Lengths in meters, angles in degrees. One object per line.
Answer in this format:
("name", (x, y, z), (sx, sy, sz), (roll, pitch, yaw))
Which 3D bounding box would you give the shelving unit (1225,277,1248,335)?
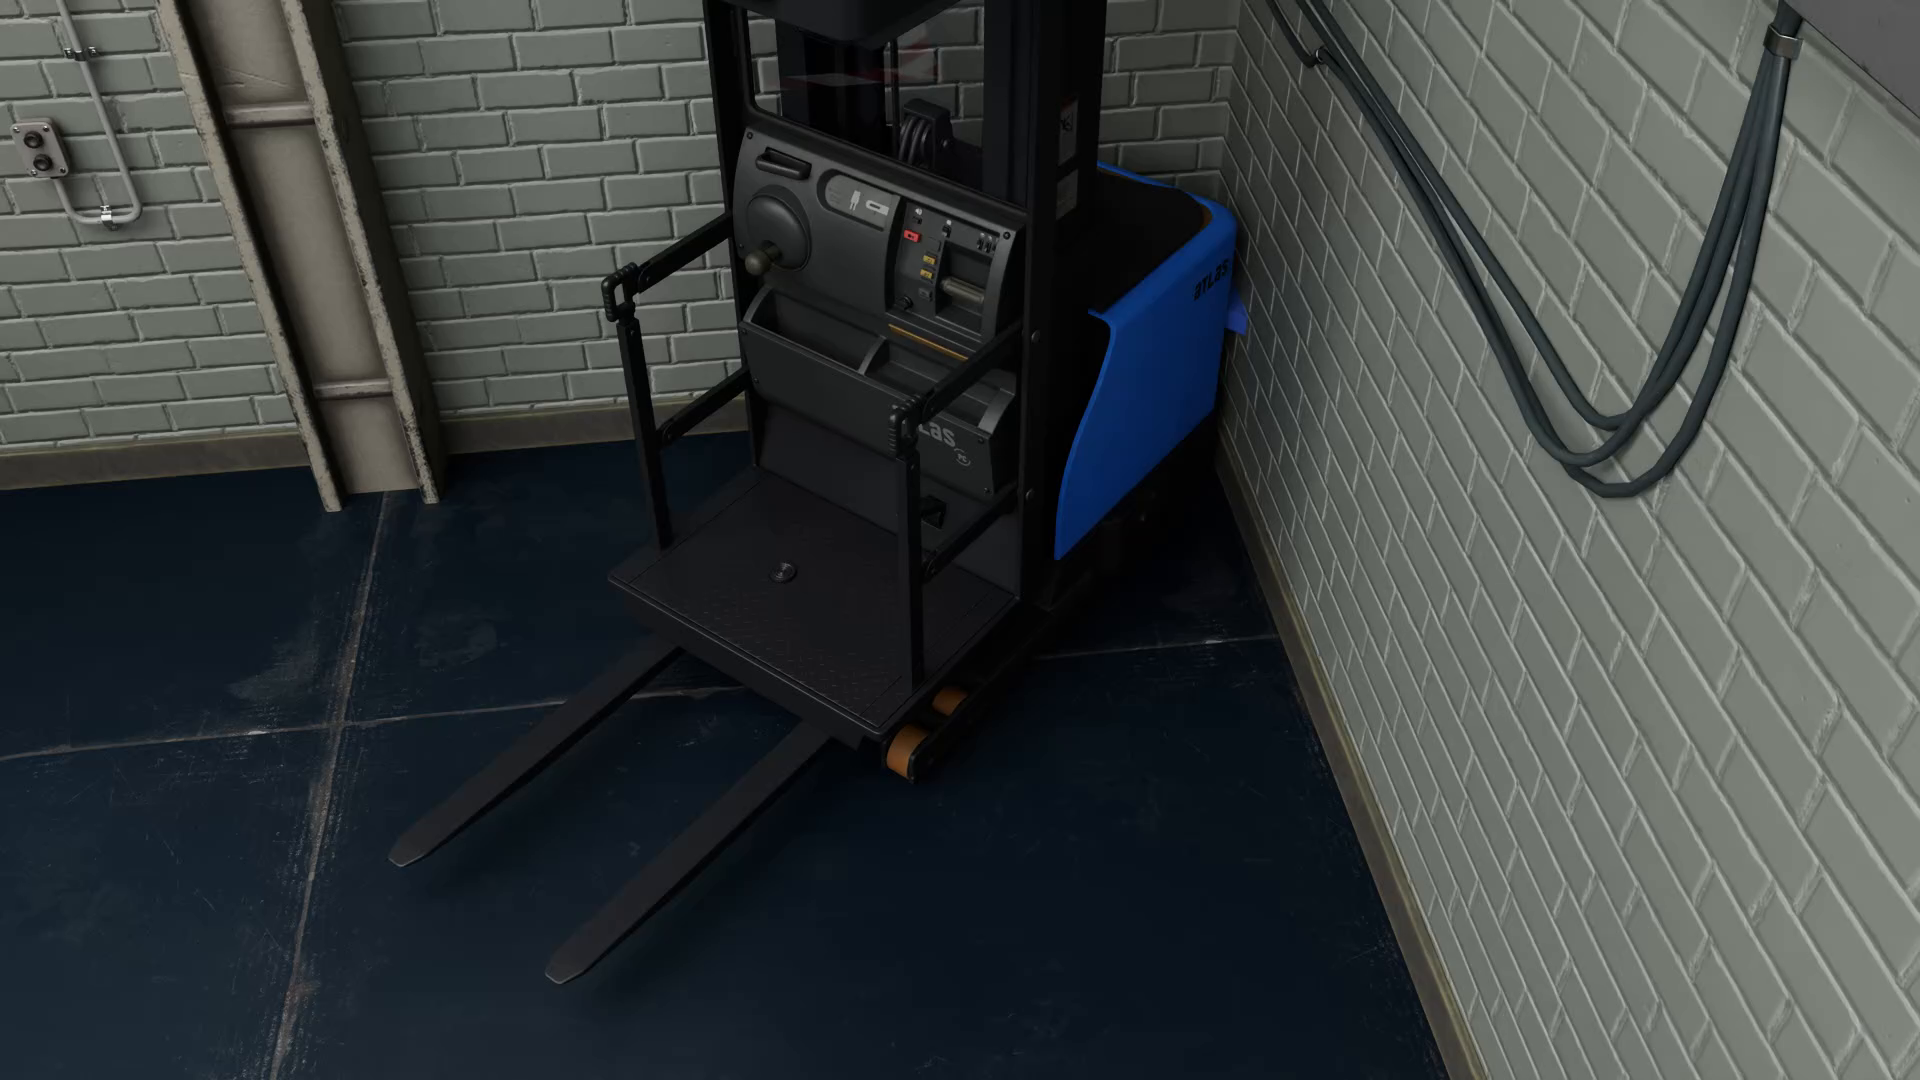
("shelving unit", (0.766, -1.141, 5.812), (1.048, 1.500, 0.538), (28, 52, 26))

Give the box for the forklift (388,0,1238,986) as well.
("forklift", (-0.373, -0.751, 4.395), (1.130, 2.935, 3.031), (26, 48, 26))

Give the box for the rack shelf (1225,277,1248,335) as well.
("rack shelf", (0.771, -1.014, 5.940), (1.000, 0.185, 0.538), (28, 52, 26))

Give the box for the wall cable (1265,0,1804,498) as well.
("wall cable", (1.030, -1.852, 3.403), (0.112, 2.526, 3.097), (-5, 42, -6))

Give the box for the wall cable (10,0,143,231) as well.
("wall cable", (-3.478, -1.640, 4.570), (1.851, 1.984, 0.084), (-5, 42, -6))
